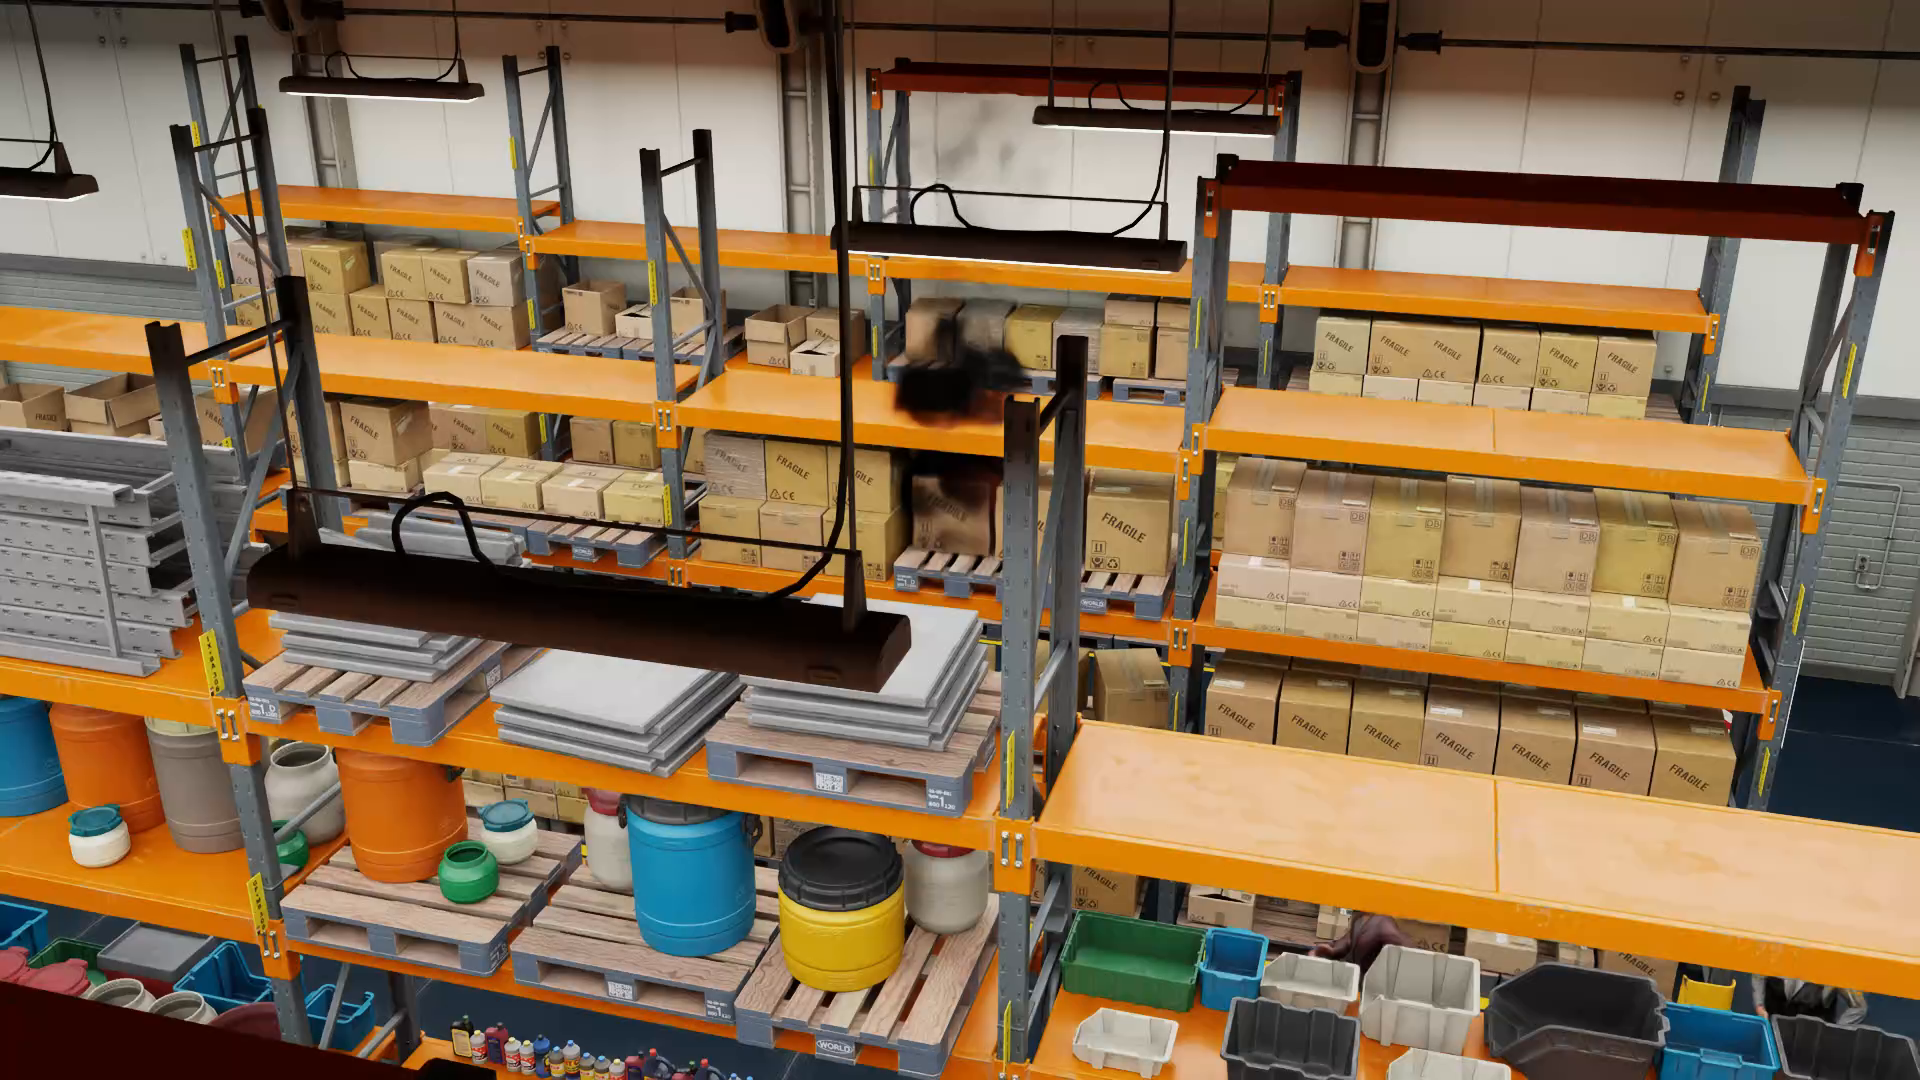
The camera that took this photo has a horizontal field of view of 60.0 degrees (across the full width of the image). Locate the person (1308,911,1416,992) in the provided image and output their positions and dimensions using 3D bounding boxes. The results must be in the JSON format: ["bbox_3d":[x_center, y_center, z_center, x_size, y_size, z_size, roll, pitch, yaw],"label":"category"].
[{"bbox_3d":[2.709,2.983,11.009,0.836,1.756,0.670,3,23,7],"label":"person"}]

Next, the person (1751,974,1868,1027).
[{"bbox_3d":[5.350,3.236,10.757,0.781,1.685,0.677,-14,26,-30],"label":"person"}]
